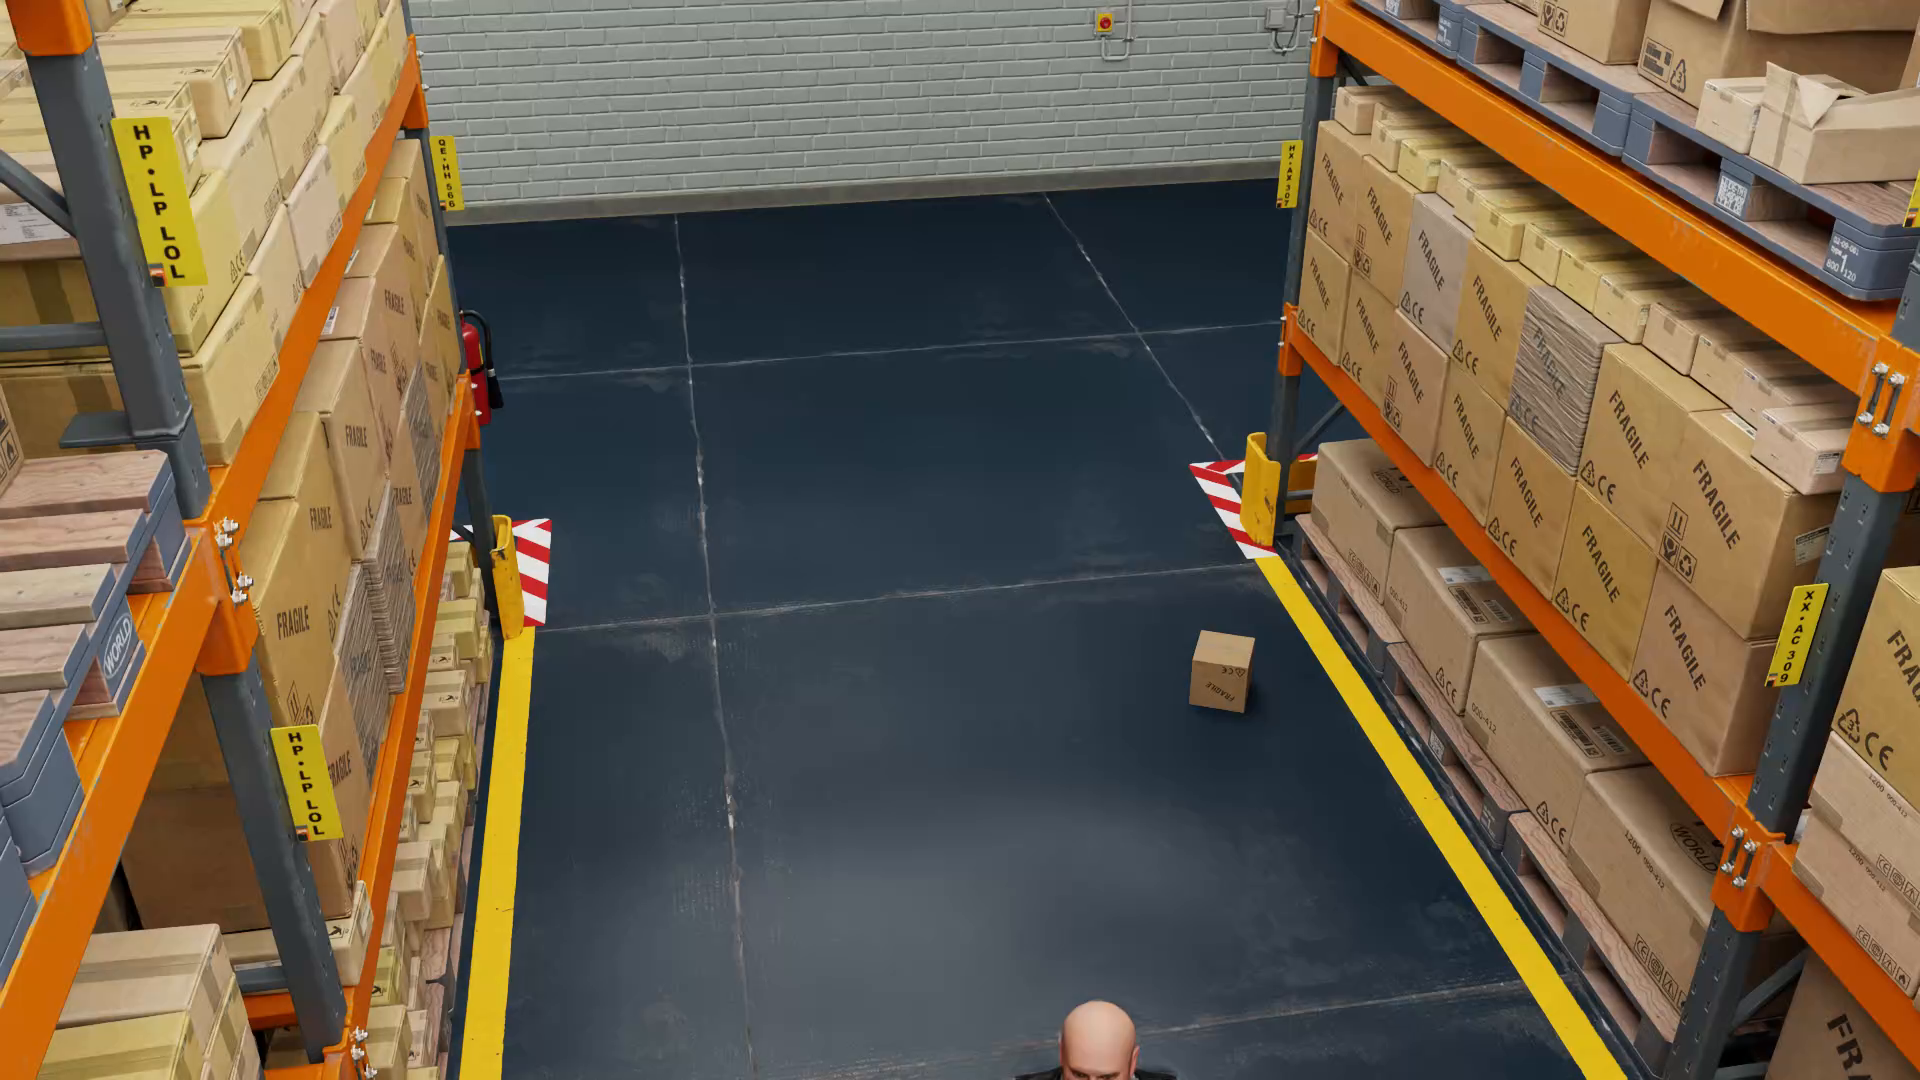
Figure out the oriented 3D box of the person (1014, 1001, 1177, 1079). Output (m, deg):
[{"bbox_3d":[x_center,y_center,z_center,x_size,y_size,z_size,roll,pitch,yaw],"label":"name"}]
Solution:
[{"bbox_3d":[0.320,1.786,4.073,0.543,1.709,0.597,1,30,1],"label":"person"}]
